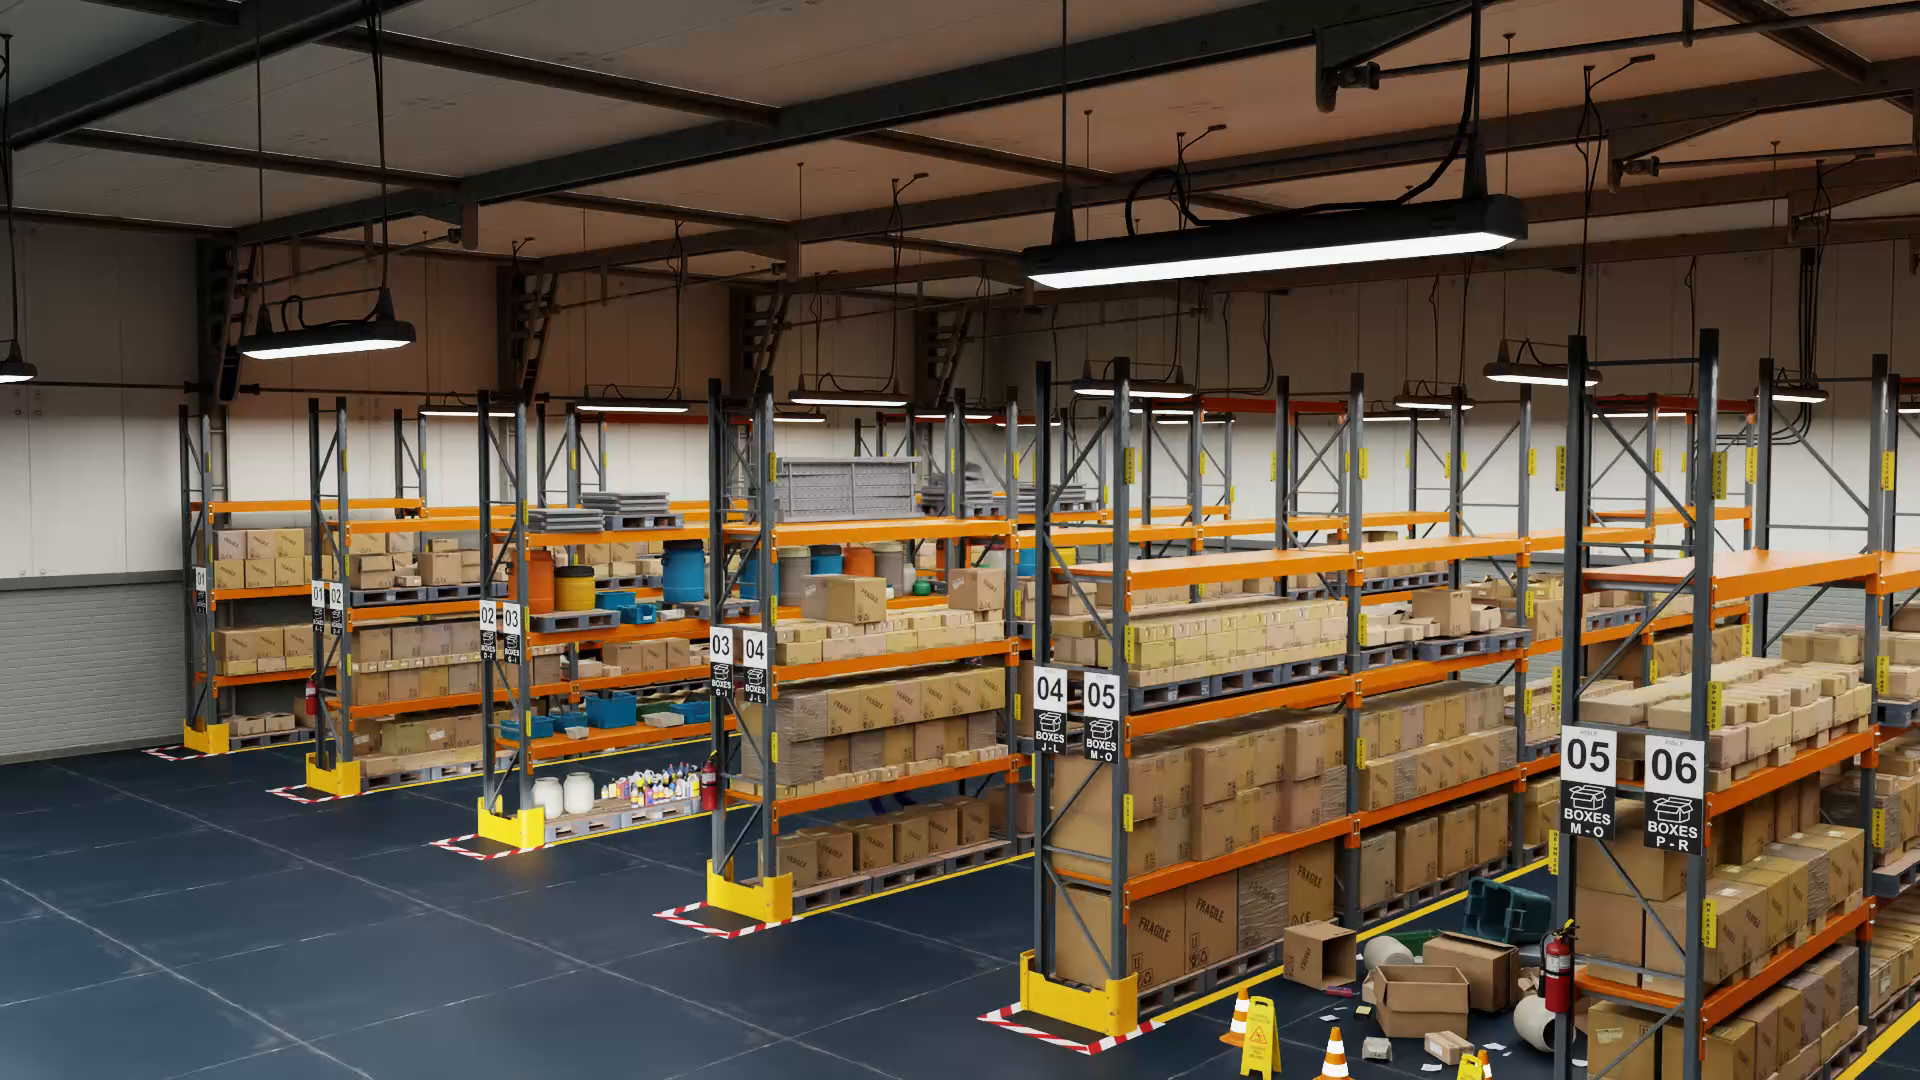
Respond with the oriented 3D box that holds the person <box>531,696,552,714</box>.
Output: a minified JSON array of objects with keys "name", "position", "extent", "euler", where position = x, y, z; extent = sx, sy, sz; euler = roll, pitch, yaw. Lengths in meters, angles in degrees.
[{"name":"person","position":[-7.635,2.711,30.017],"extent":[0.768,1.772,0.757],"euler":[-1,3,-11]}]

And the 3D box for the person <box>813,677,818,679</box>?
[{"name":"person","position":[-2.556,2.834,29.052],"extent":[0.582,1.570,0.590],"euler":[-2,4,-33]}]

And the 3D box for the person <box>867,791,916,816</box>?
[{"name":"person","position":[-0.953,3.217,22.853],"extent":[1.093,1.439,0.574],"euler":[-2,3,-31]}]
